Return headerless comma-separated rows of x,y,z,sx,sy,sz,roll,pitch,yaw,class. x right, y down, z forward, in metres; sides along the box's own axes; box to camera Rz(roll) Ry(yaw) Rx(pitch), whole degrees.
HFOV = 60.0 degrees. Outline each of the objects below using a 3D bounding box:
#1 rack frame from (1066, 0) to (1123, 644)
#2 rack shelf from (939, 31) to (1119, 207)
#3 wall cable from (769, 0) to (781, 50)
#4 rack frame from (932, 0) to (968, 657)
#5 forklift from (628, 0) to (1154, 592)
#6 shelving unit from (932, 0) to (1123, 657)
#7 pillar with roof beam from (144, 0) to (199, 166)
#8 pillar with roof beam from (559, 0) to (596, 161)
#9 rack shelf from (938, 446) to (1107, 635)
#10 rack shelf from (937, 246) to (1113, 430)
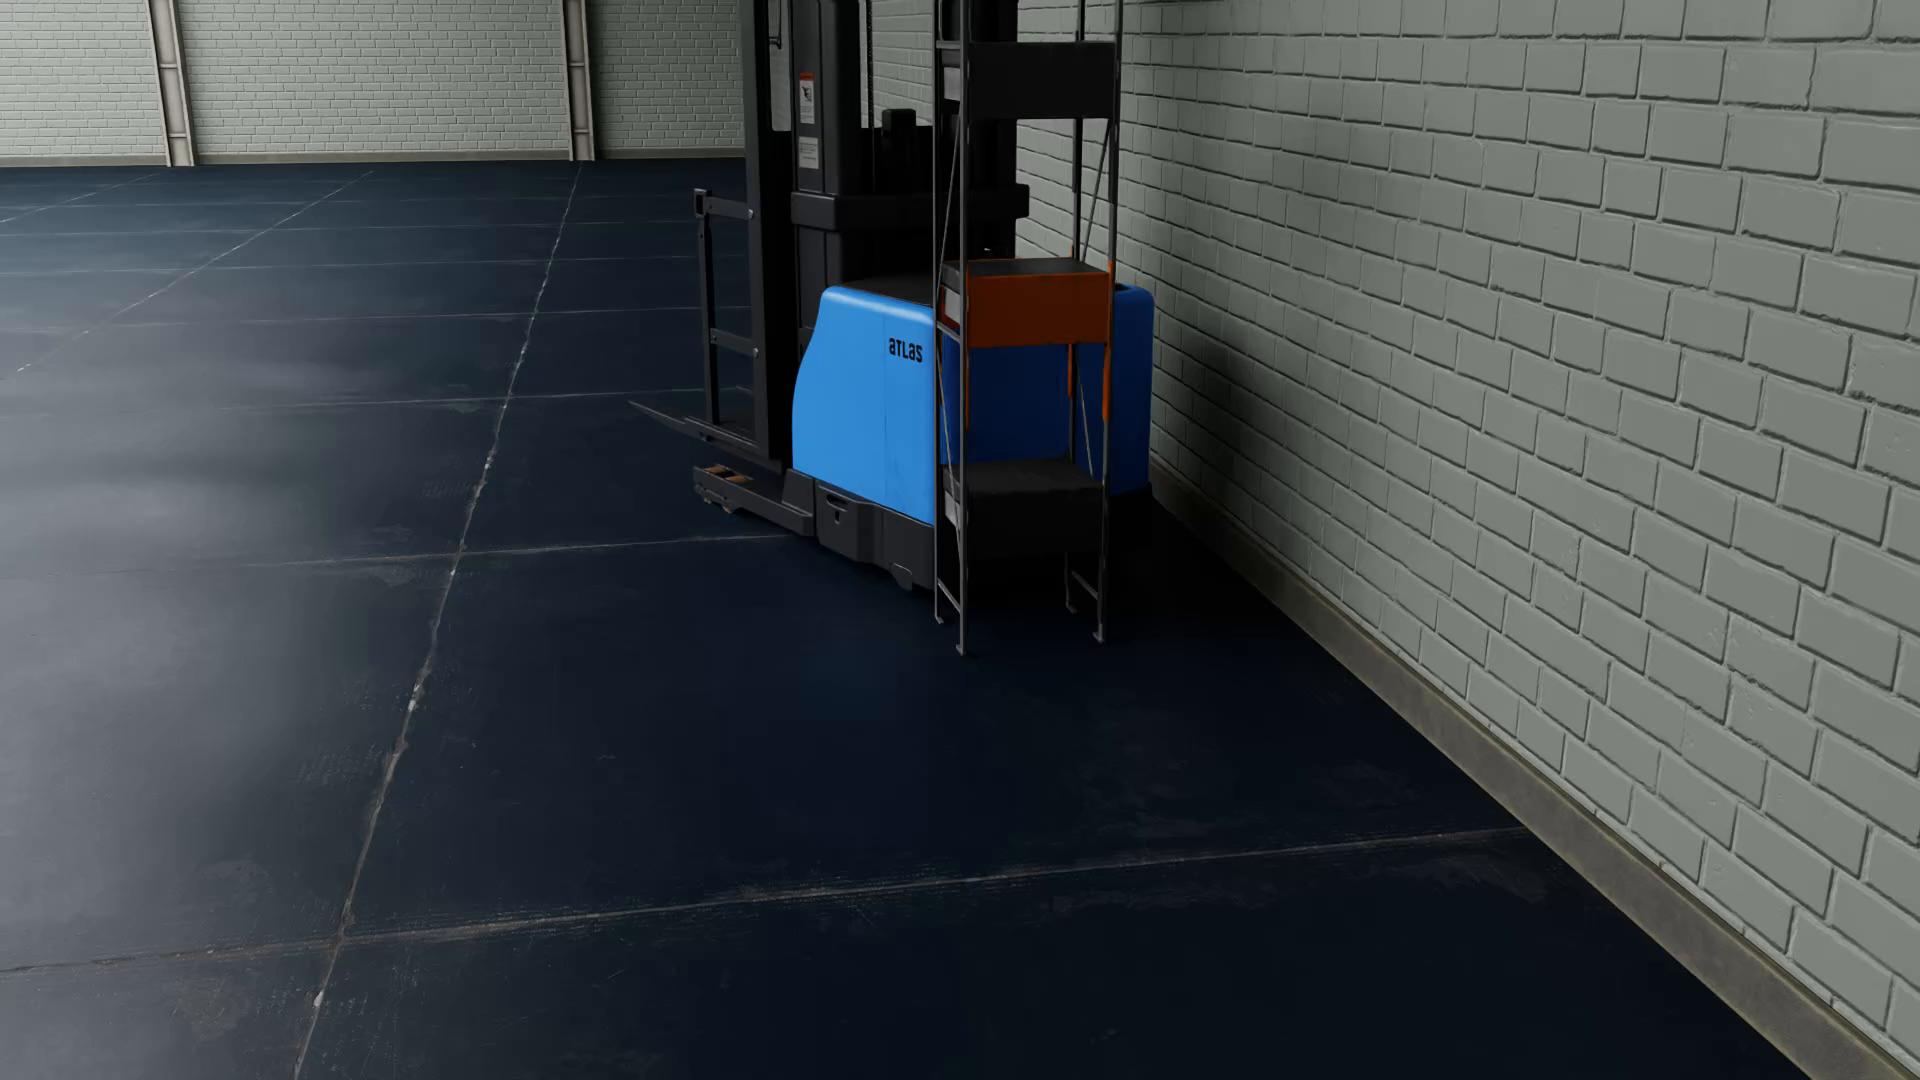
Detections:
0.439,-0.707,5.537,0.015,2.100,0.400,-4,18,-14,rack frame
0.203,-1.345,5.278,0.480,0.518,0.431,-4,18,-14,rack shelf
-2.902,-8.691,25.071,0.112,2.526,3.097,-3,17,-10,wall cable
-0.034,-0.672,5.422,0.015,2.100,0.400,-4,18,-14,rack frame
-0.518,-1.586,6.984,1.130,2.935,3.031,-12,21,-34,forklift
0.203,-0.689,5.480,0.503,2.100,0.431,-4,18,-14,shelving unit
-11.120,-8.818,20.193,0.400,9.000,9.100,-3,17,-10,pillar with roof beam
-5.229,-9.152,21.281,0.400,9.000,9.100,-3,17,-10,pillar with roof beam
0.203,-0.007,5.689,0.480,0.518,0.431,-4,18,-14,rack shelf
0.203,-0.676,5.484,0.480,0.518,0.431,-4,18,-14,rack shelf
